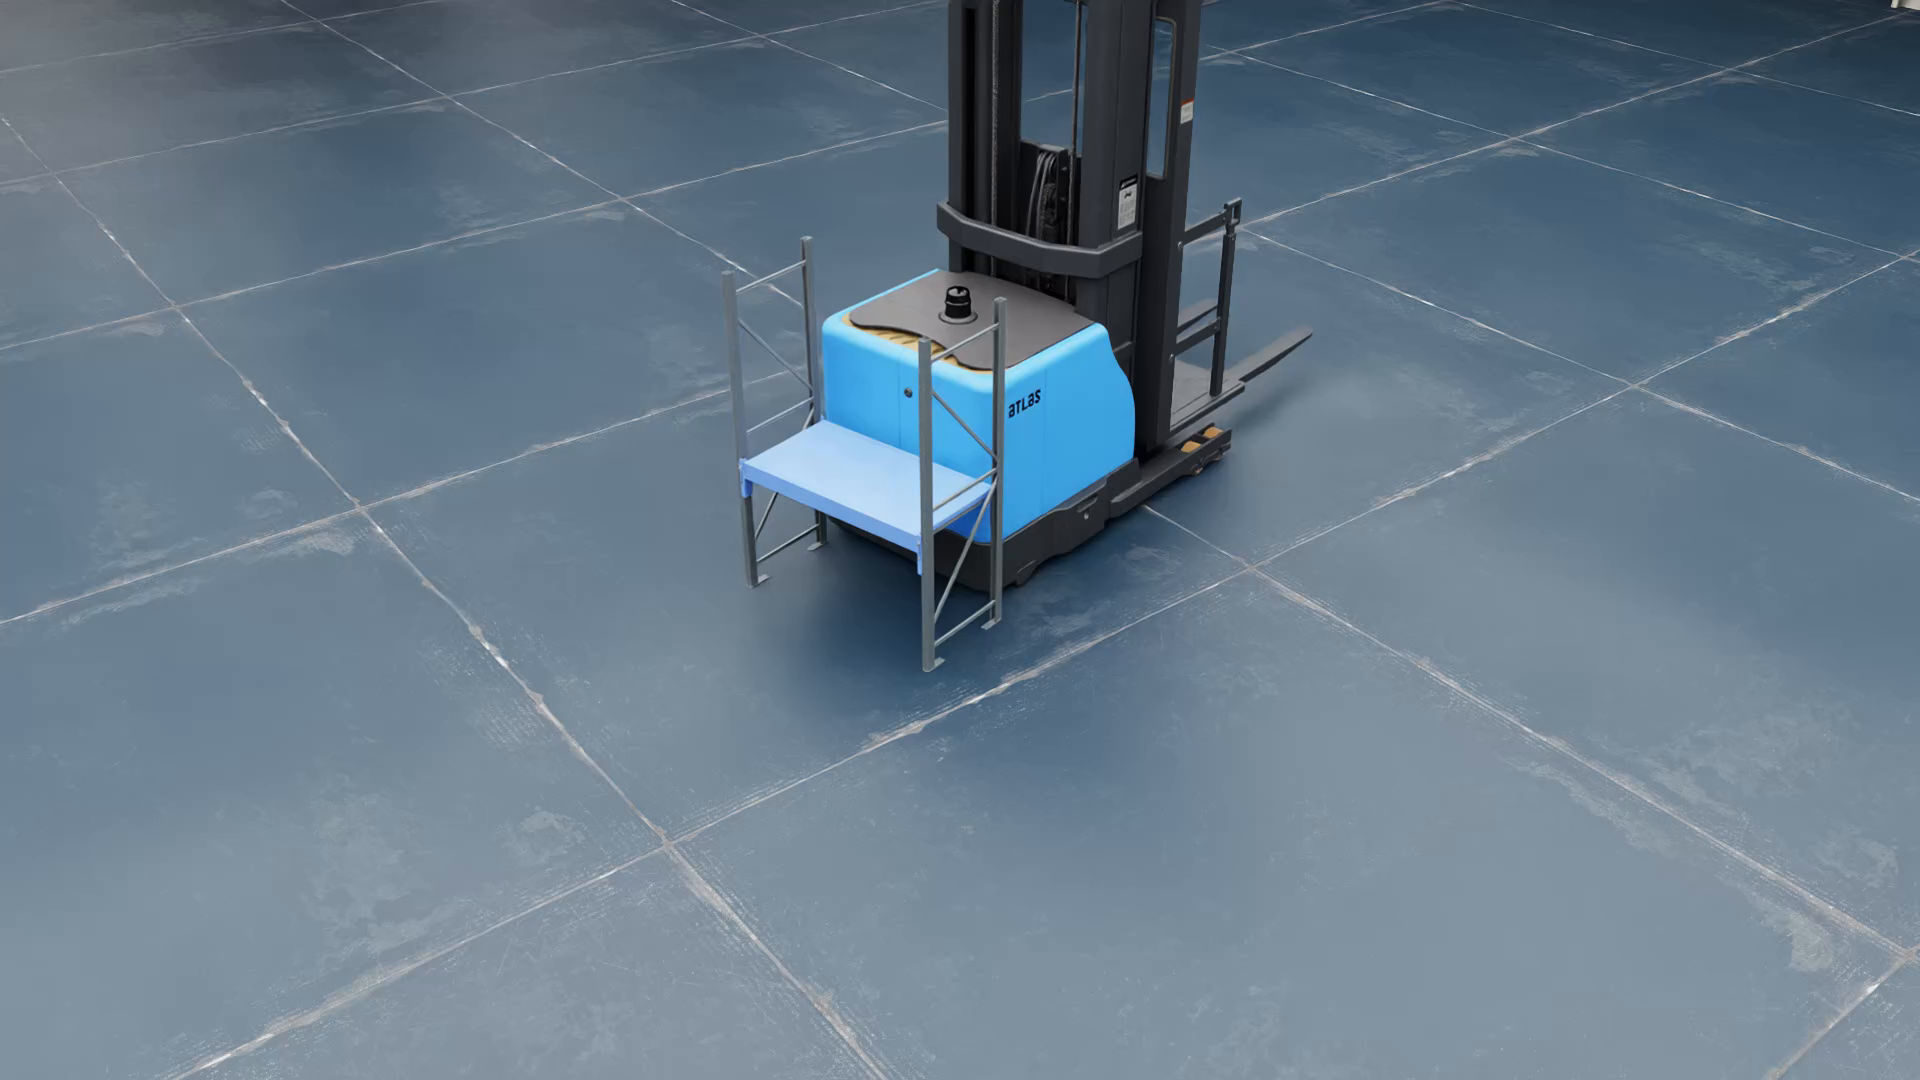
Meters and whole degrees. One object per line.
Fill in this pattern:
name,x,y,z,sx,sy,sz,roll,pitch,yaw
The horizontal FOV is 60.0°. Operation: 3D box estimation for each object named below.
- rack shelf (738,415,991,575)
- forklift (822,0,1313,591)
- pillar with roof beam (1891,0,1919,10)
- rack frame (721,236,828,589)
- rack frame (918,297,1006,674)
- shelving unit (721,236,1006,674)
rack shelf,-0.386,-0.208,7.004,1.000,0.185,0.538,23,38,32
forklift,0.718,-1.723,7.747,1.130,2.935,3.031,24,39,34
pillar with roof beam,5.810,-7.539,11.359,9.100,9.000,0.400,-22,38,-31
rack frame,-0.784,-0.527,7.177,0.032,1.500,0.500,23,38,32
rack frame,0.012,-0.194,6.640,0.032,1.500,0.500,23,38,32
shelving unit,-0.386,-0.360,6.909,1.048,1.500,0.538,23,38,32
